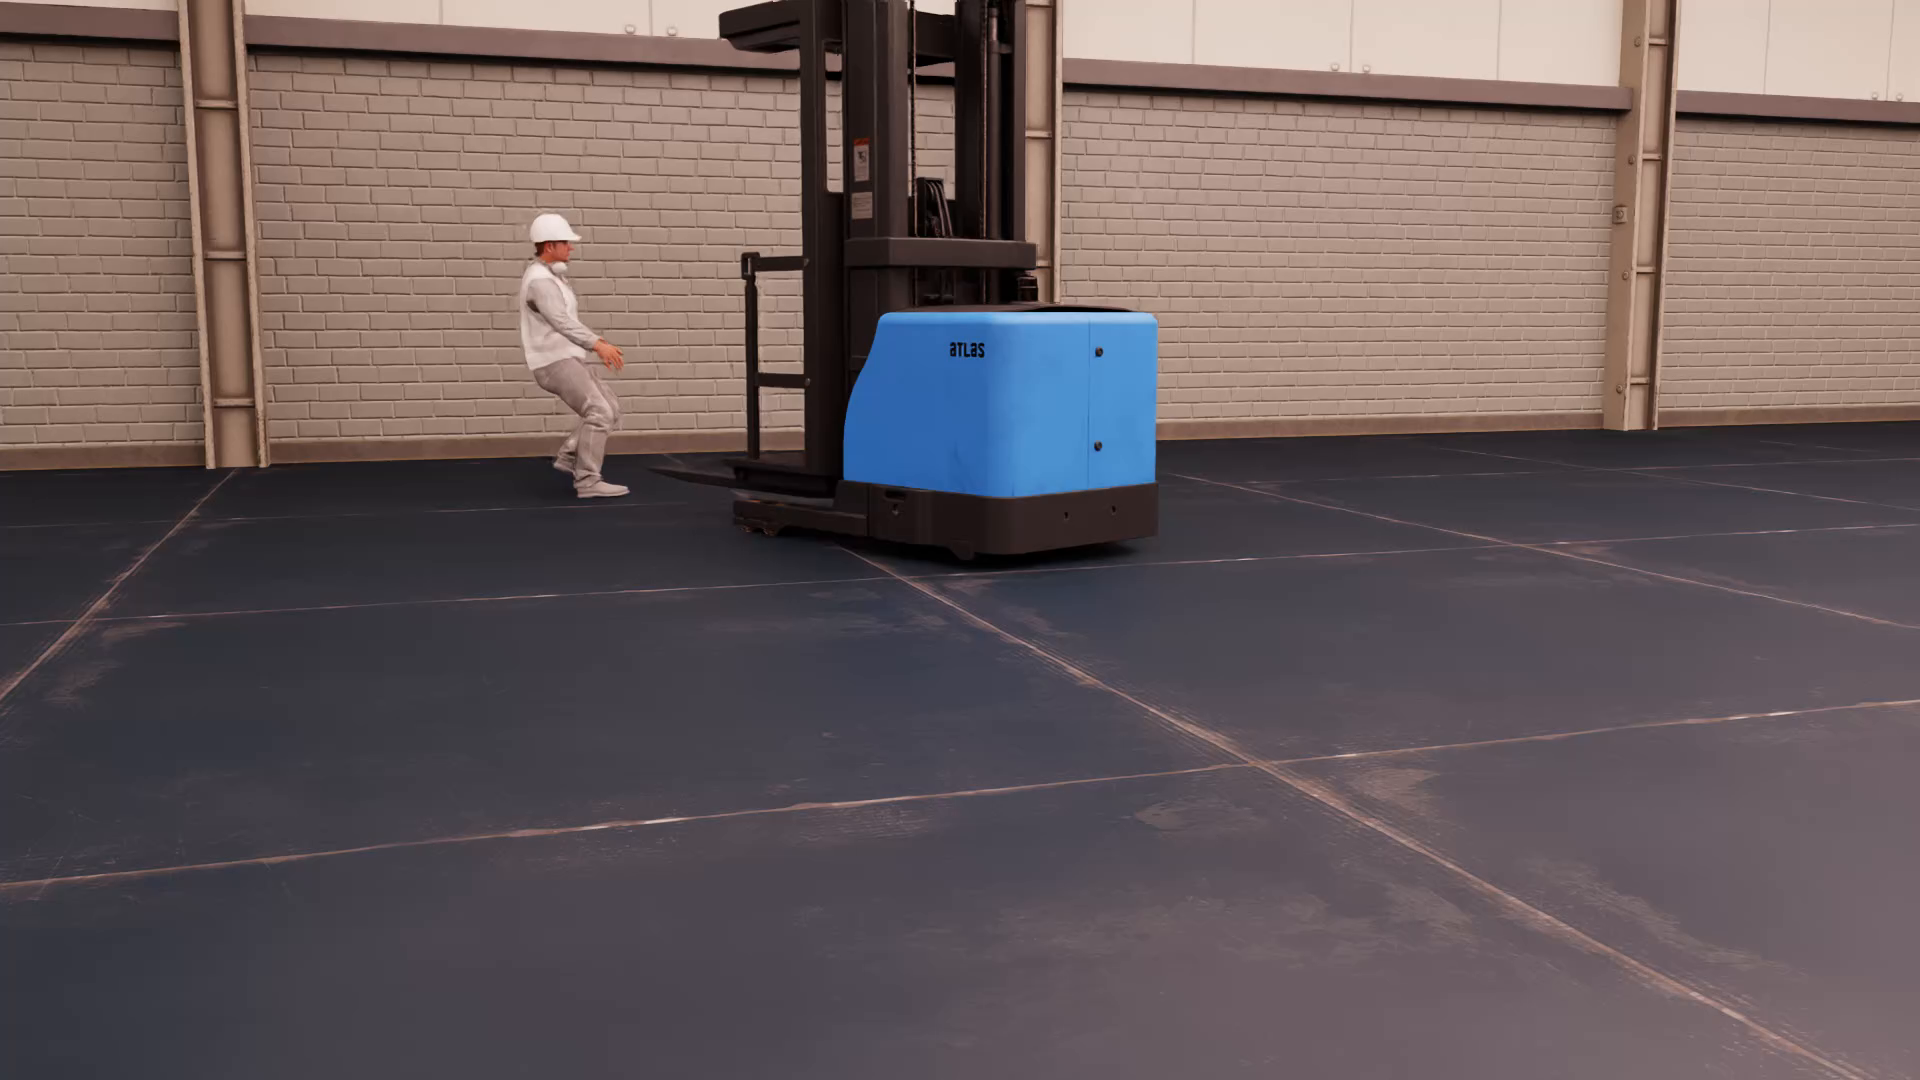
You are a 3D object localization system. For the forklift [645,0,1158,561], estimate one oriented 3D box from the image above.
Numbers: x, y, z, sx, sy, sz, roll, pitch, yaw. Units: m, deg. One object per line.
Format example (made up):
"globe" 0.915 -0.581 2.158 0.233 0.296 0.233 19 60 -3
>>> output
"forklift" -0.469 -1.510 8.150 1.130 2.935 3.031 -7 11 -42

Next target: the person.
"person" -2.289 -1.095 9.869 0.622 1.650 0.787 -1 8 -9
